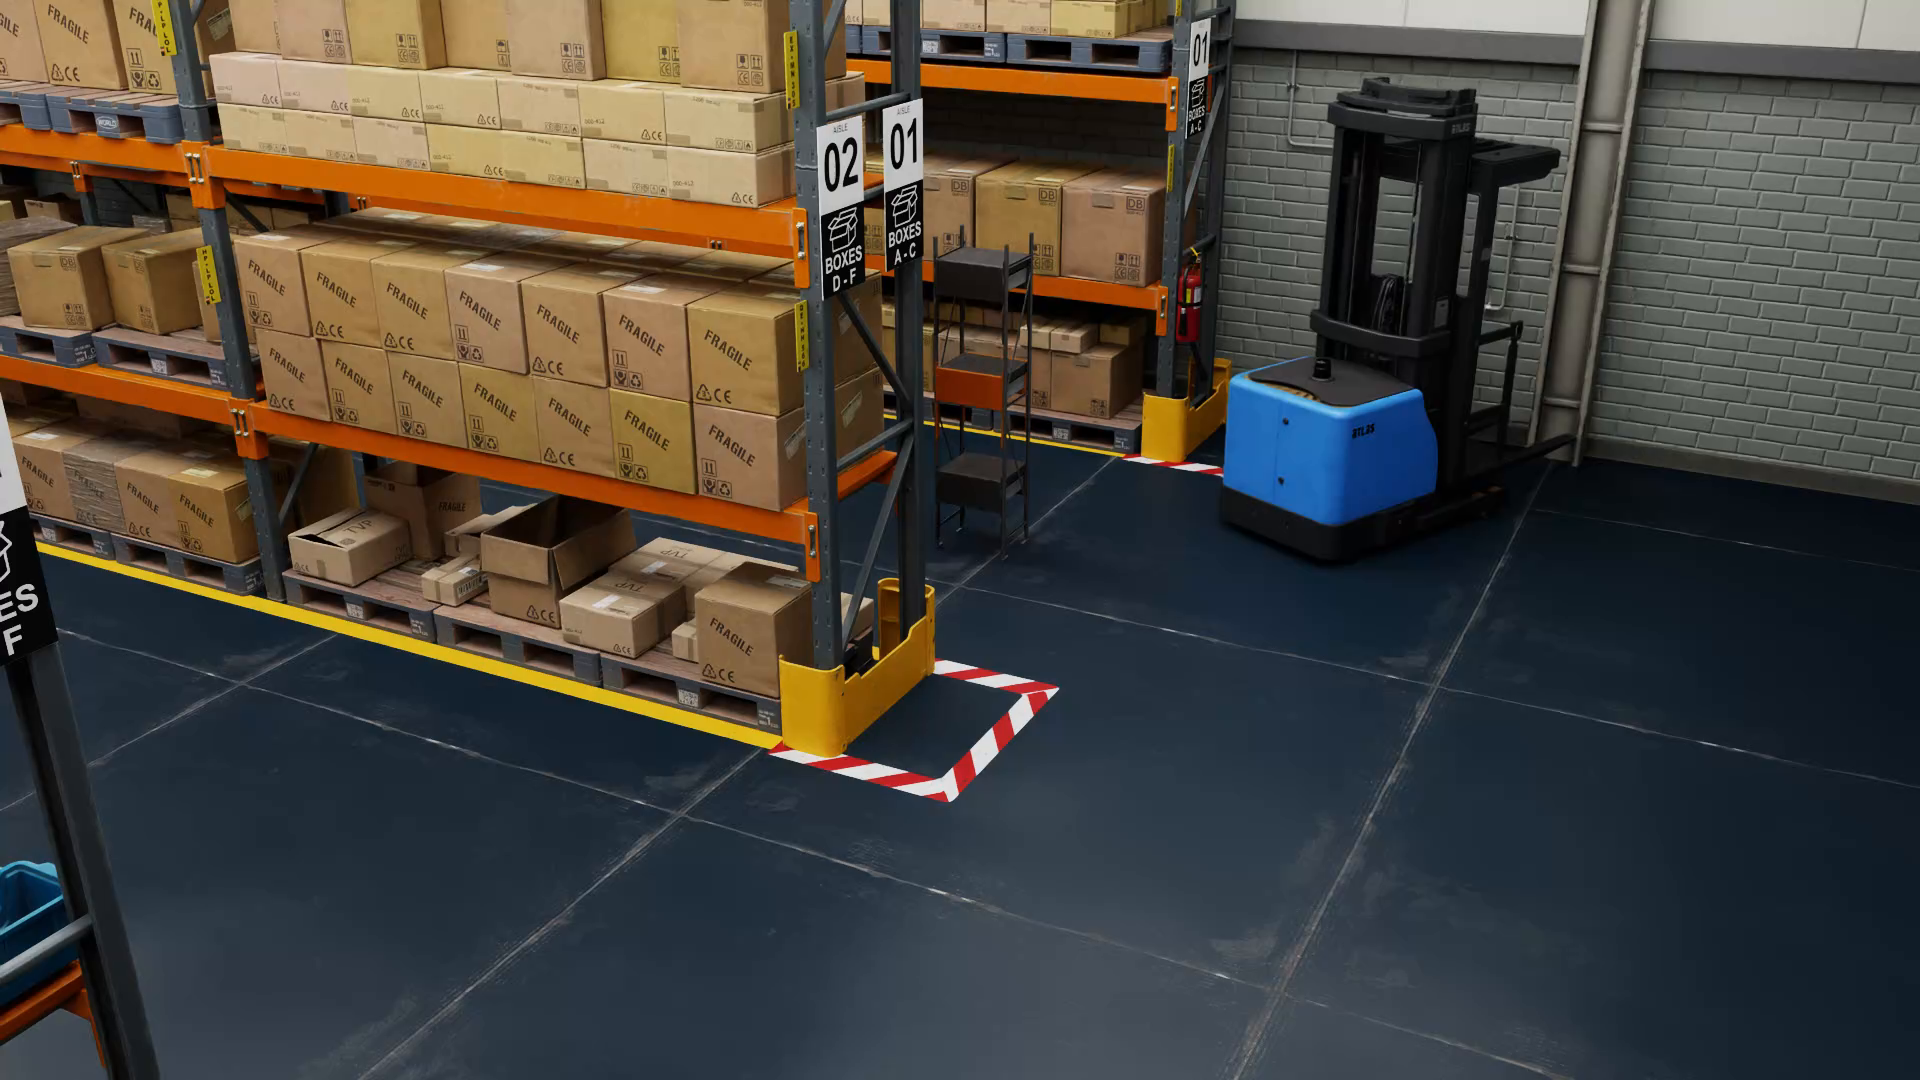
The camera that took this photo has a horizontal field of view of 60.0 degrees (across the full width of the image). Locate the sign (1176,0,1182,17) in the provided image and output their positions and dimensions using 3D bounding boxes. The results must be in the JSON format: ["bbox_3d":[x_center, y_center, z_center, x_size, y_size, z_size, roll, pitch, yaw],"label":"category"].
[{"bbox_3d":[1.505,-3.760,11.396,0.005,0.325,0.100,11,25,25],"label":"sign"}]

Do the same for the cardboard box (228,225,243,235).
[{"bbox_3d":[-7.362,-3.065,17.256,0.500,0.500,0.700,12,26,25],"label":"cardboard box"}]

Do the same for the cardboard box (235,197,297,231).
[{"bbox_3d":[-6.985,-3.326,16.913,0.500,0.250,0.500,11,25,24],"label":"cardboard box"}]

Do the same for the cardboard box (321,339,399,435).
[{"bbox_3d":[-3.249,-0.943,9.507,0.500,0.500,0.500,12,26,25],"label":"cardboard box"}]

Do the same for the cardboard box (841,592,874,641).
[{"bbox_3d":[-0.688,0.450,9.439,0.250,0.149,0.380,11,25,25],"label":"cardboard box"}]

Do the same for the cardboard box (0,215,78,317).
[{"bbox_3d":[-6.266,-1.817,11.026,0.500,0.500,0.700,17,28,34],"label":"cardboard box"}]

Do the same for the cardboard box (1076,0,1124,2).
[{"bbox_3d":[0.986,-4.126,11.854,0.500,0.500,0.500,11,25,24],"label":"cardboard box"}]

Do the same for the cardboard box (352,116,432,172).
[{"bbox_3d":[-2.827,-2.132,8.789,0.500,0.250,0.500,11,25,25],"label":"cardboard box"}]

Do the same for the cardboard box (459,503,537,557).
[{"bbox_3d":[-2.734,-0.003,10.297,0.500,0.311,0.500,11,25,25],"label":"cardboard box"}]

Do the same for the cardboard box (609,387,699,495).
[{"bbox_3d":[-1.457,-0.586,8.667,0.500,0.500,0.500,11,26,25],"label":"cardboard box"}]

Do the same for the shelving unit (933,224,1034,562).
[{"bbox_3d":[0.148,-0.937,10.770,0.503,2.100,0.431,11,25,25],"label":"shelving unit"}]

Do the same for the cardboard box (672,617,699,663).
[{"bbox_3d":[-1.387,0.523,9.245,0.250,0.166,0.380,11,25,25],"label":"cardboard box"}]

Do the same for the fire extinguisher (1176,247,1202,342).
[{"bbox_3d":[1.688,-1.801,12.227,0.183,0.674,0.296,11,25,25],"label":"fire extinguisher"}]

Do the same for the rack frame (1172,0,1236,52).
[{"bbox_3d":[1.762,-4.957,11.407,0.127,3.000,1.000,11,25,25],"label":"rack frame"}]

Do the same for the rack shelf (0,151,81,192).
[{"bbox_3d":[-10.732,-4.337,18.535,4.000,0.370,1.077,11,25,25],"label":"rack shelf"}]

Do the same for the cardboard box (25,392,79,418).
[{"bbox_3d":[-6.207,-0.755,11.825,0.500,0.500,0.500,10,25,23],"label":"cardboard box"}]

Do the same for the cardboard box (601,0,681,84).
[{"bbox_3d":[-1.344,-2.555,8.186,0.500,0.500,0.700,11,25,25],"label":"cardboard box"}]

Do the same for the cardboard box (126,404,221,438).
[{"bbox_3d":[-5.254,-0.916,11.244,0.500,0.250,0.500,11,26,25],"label":"cardboard box"}]

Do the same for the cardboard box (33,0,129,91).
[{"bbox_3d":[-5.062,-3.062,9.992,0.600,0.600,0.600,11,25,24],"label":"cardboard box"}]

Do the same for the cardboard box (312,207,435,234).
[{"bbox_3d":[-3.471,-1.679,9.959,0.500,0.500,0.500,11,26,25],"label":"cardboard box"}]

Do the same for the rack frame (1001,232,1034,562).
[{"bbox_3d":[0.365,-0.894,10.669,0.015,2.100,0.400,11,25,25],"label":"rack frame"}]

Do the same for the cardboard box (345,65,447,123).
[{"bbox_3d":[-2.830,-2.360,8.687,0.500,0.250,0.500,11,25,25],"label":"cardboard box"}]

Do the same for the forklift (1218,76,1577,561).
[{"bbox_3d":[3.254,-1.661,11.412,3.031,2.935,1.130,-17,28,-34],"label":"forklift"}]

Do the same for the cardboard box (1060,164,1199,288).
[{"bbox_3d":[1.302,-2.421,12.726,0.700,0.700,0.980,12,26,27],"label":"cardboard box"}]

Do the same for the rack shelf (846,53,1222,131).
[{"bbox_3d":[-0.023,-3.598,12.965,4.000,0.370,1.077,11,25,25],"label":"rack shelf"}]

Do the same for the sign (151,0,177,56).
[{"bbox_3d":[-4.287,-2.777,8.949,0.005,0.325,0.100,11,25,25],"label":"sign"}]

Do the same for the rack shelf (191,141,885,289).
[{"bbox_3d":[-2.255,-1.868,8.895,4.000,0.370,1.077,11,25,25],"label":"rack shelf"}]

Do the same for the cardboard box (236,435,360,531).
[{"bbox_3d":[-4.361,-0.394,10.976,0.500,0.500,0.500,10,25,22],"label":"cardboard box"}]

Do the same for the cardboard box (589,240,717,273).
[{"bbox_3d":[-1.661,-1.322,9.119,0.500,0.500,0.500,12,26,25],"label":"cardboard box"}]

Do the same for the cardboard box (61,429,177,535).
[{"bbox_3d":[-5.494,-0.390,10.965,0.500,0.500,0.500,12,26,25],"label":"cardboard box"}]

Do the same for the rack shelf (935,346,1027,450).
[{"bbox_3d":[0.148,-0.924,10.776,0.480,0.518,0.431,11,25,25],"label":"rack shelf"}]

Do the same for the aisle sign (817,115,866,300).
[{"bbox_3d":[-0.547,-1.543,7.722,0.004,0.787,0.394,11,25,25],"label":"aisle sign"}]

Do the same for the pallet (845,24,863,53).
[{"bbox_3d":[-1.082,-4.094,13.324,1.213,0.211,1.003,11,25,25],"label":"pallet"}]

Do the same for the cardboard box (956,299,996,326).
[{"bbox_3d":[0.162,-1.897,13.707,0.250,0.149,0.380,11,26,25],"label":"cardboard box"}]

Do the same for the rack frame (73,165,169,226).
[{"bbox_3d":[-8.947,-4.315,17.563,0.127,3.000,1.000,11,25,25],"label":"rack frame"}]

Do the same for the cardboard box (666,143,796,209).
[{"bbox_3d":[-1.047,-1.775,7.950,0.500,0.250,0.500,11,25,25],"label":"cardboard box"}]

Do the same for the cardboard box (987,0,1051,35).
[{"bbox_3d":[0.524,-3.875,12.223,0.500,0.250,0.500,10,25,23],"label":"cardboard box"}]

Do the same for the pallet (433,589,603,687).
[{"bbox_3d":[-2.334,0.448,9.926,1.213,0.211,1.003,11,25,25],"label":"pallet"}]

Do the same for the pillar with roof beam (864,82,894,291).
[{"bbox_3d":[-2.735,-4.338,9.952,0.400,9.000,9.100,11,25,25],"label":"pillar with roof beam"}]

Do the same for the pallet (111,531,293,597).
[{"bbox_3d":[-4.782,-0.019,11.024,1.213,0.211,1.003,11,25,25],"label":"pallet"}]

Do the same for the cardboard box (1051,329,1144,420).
[{"bbox_3d":[1.092,-1.328,13.196,0.500,0.500,0.700,11,25,25],"label":"cardboard box"}]

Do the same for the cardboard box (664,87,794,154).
[{"bbox_3d":[-1.043,-2.008,7.860,0.500,0.250,0.500,11,25,25],"label":"cardboard box"}]

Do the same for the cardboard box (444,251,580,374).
[{"bbox_3d":[-2.365,-1.223,8.889,0.500,0.500,0.500,12,26,26],"label":"cardboard box"}]

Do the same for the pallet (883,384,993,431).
[{"bbox_3d":[-0.072,-1.242,13.902,1.213,0.211,1.003,11,25,25],"label":"pallet"}]

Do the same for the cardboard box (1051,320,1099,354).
[{"bbox_3d":[0.895,-1.585,12.973,0.250,0.149,0.380,11,25,24],"label":"cardboard box"}]

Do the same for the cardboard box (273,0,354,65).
[{"bbox_3d":[-3.206,-2.848,8.875,0.500,0.500,0.700,11,25,25],"label":"cardboard box"}]

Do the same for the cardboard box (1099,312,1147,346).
[{"bbox_3d":[1.294,-1.674,13.182,0.250,0.149,0.380,11,26,25],"label":"cardboard box"}]
